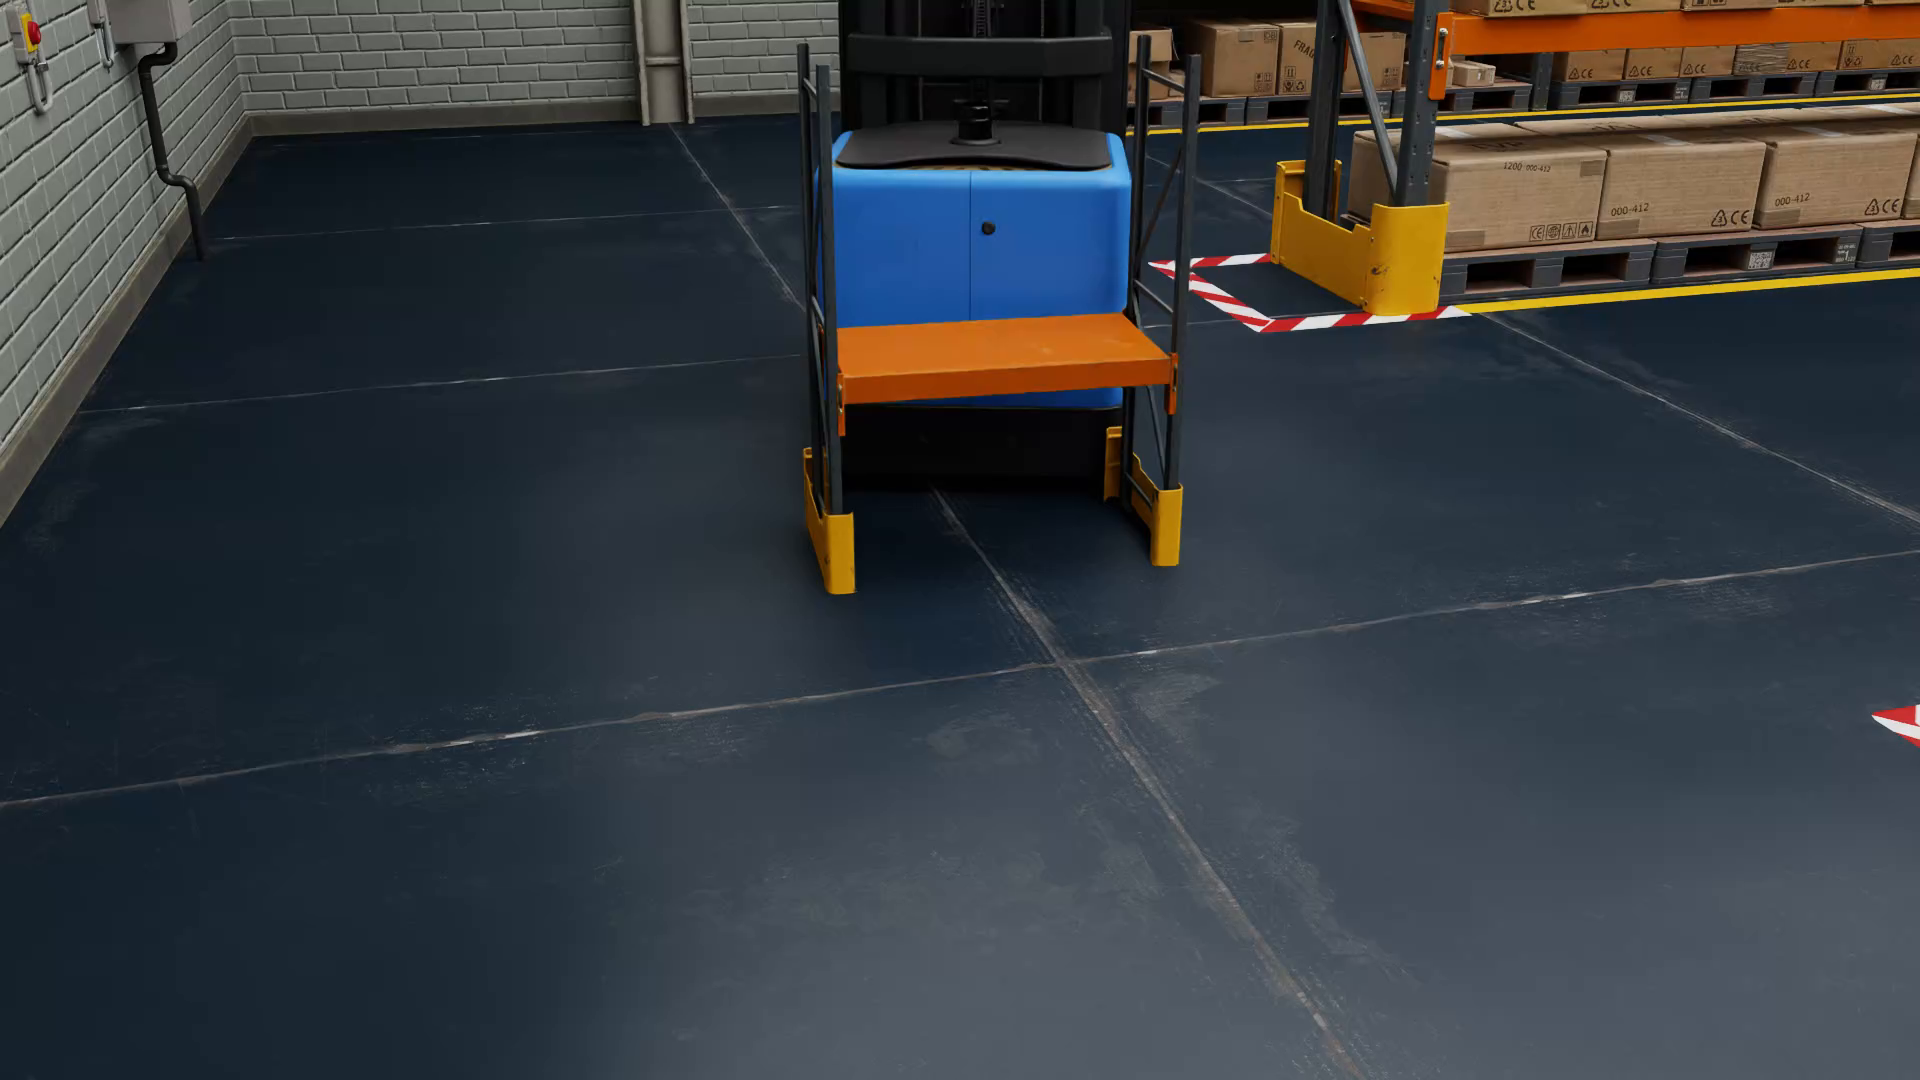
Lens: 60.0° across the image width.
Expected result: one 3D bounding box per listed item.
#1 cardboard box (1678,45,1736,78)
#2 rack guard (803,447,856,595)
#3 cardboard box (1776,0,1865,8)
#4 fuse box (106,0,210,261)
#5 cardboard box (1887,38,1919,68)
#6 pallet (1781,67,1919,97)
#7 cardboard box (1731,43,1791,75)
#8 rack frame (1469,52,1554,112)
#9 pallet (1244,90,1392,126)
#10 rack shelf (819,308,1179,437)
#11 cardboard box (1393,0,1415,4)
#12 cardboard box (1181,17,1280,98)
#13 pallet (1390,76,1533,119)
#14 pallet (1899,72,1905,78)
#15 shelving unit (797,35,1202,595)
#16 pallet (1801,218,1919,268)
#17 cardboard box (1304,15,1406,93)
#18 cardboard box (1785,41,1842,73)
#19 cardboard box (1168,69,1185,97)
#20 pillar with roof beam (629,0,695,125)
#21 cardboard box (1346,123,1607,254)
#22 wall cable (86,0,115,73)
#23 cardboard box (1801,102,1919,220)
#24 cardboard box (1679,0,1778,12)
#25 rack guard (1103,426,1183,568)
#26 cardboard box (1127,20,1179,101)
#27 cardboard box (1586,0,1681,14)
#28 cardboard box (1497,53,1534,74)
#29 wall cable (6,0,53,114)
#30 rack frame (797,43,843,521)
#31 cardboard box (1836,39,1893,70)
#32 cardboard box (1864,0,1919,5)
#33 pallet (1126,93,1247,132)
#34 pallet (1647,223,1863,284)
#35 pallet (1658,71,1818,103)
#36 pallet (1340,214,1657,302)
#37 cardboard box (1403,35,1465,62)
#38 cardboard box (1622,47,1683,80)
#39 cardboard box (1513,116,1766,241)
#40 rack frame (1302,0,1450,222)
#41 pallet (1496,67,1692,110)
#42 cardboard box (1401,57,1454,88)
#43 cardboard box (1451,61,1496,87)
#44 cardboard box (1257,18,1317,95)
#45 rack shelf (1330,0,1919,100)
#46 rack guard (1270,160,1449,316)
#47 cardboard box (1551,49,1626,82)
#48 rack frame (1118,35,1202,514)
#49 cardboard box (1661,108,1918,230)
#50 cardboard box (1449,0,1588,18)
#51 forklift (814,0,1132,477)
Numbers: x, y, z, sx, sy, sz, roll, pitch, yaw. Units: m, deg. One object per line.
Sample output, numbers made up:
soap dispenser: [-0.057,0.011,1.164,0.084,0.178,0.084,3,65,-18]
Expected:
cardboard box: [5.964,-4.075,13.581,0.500,0.500,0.500,-7,24,-16]
rack guard: [-0.403,-0.068,5.090,0.087,0.250,0.587,-5,24,-10]
cardboard box: [3.930,-2.802,7.850,0.500,0.500,0.500,-6,24,-13]
fuse box: [-3.911,-2.254,8.334,0.414,1.711,0.539,-6,24,-14]
cardboard box: [7.948,-4.297,14.097,0.500,0.500,0.500,-6,24,-13]
pallet: [7.568,-4.032,14.380,1.213,0.211,1.003,-6,24,-14]
cardboard box: [6.465,-4.128,13.704,0.500,0.500,0.500,-7,24,-16]
rack frame: [4.446,-4.953,12.989,0.127,3.000,1.000,-6,24,-14]
pallet: [2.607,-3.467,13.063,1.213,0.211,1.003,-6,24,-14]
rack shelf: [0.095,-0.516,5.007,1.000,0.185,0.538,-5,24,-10]
cardboard box: [2.332,-2.841,7.939,0.500,0.500,0.500,-6,24,-14]
cardboard box: [2.042,-3.677,12.652,0.500,0.500,0.700,-5,24,-12]
pallet: [3.784,-3.599,13.369,1.213,0.211,1.003,-6,24,-14]
pallet: [9.100,-4.170,14.702,1.213,0.211,1.003,-6,24,-14]
shelving unit: [0.086,-0.681,4.934,1.083,1.500,0.587,-5,24,-10]
pallet: [5.037,-1.736,9.028,1.213,0.211,1.003,-6,24,-14]
cardboard box: [3.042,-3.787,12.910,0.500,0.500,0.700,-7,24,-16]
cardboard box: [6.960,-4.191,13.850,0.500,0.500,0.500,-5,24,-12]
cardboard box: [1.628,-3.469,12.614,0.250,0.149,0.380,-7,24,-16]
pillar with roof beam: [-1.082,-5.704,7.132,0.400,9.000,9.100,-6,24,-14]
cardboard box: [2.547,-1.767,8.280,0.875,0.438,0.875,-7,24,-16]
wall cable: [-3.878,-3.037,7.236,0.122,1.984,0.588,-6,24,-14]
cardboard box: [5.157,-2.058,8.960,0.875,0.438,0.875,-7,24,-15]
cardboard box: [3.453,-2.743,7.711,0.500,0.500,0.500,-6,24,-15]
rack guard: [0.574,-0.145,5.271,0.087,0.250,0.587,-5,24,-10]
cardboard box: [1.209,-3.602,12.473,0.637,0.503,0.797,-7,24,-16]
cardboard box: [2.958,-2.695,7.601,0.500,0.500,0.500,-7,24,-15]
cardboard box: [4.839,-4.162,13.783,0.500,0.500,0.500,-6,24,-15]
wall cable: [-3.484,-2.515,5.978,0.123,1.953,0.585,-6,24,-14]
rack frame: [-0.404,-0.642,4.844,0.032,1.500,0.500,-5,24,-10]
cardboard box: [7.463,-4.247,13.982,0.500,0.500,0.500,-7,24,-15]
cardboard box: [4.439,-2.852,7.967,0.500,0.500,0.500,-7,24,-15]
pallet: [1.435,-3.339,12.764,1.213,0.211,1.003,-6,24,-14]
pallet: [3.860,-1.605,8.722,1.213,0.211,1.003,-6,24,-14]
pallet: [6.395,-3.904,14.080,1.213,0.211,1.003,-6,24,-14]
pallet: [2.688,-1.476,8.423,1.213,0.211,1.003,-6,24,-14]
cardboard box: [3.746,-3.930,13.481,0.500,0.311,0.500,-5,24,-12]
cardboard box: [5.482,-4.024,13.461,0.500,0.500,0.500,-7,24,-15]
cardboard box: [3.426,-1.867,8.514,0.875,0.438,0.875,-6,24,-13]
rack frame: [1.939,-2.643,7.605,0.127,3.000,1.000,-6,24,-14]
pallet: [5.219,-3.772,13.774,1.213,0.211,1.003,-6,24,-14]
cardboard box: [3.645,-3.681,12.959,0.258,0.266,0.396,-5,24,-12]
cardboard box: [3.989,-3.665,13.070,0.250,0.149,0.380,-7,24,-16]
cardboard box: [2.578,-3.695,12.695,0.500,0.500,0.500,-6,24,-13]
rack shelf: [3.864,-2.525,8.243,4.000,0.370,1.077,-6,24,-14]
rack guard: [1.916,-1.491,8.092,0.348,0.500,1.175,-6,24,-14]
cardboard box: [4.972,-3.963,13.320,0.500,0.500,0.500,-5,24,-12]
rack frame: [0.593,-0.721,5.028,0.032,1.500,0.500,-5,24,-10]
cardboard box: [4.295,-1.963,8.737,0.875,0.438,0.875,-7,24,-16]
cardboard box: [2.479,-2.631,7.450,0.500,0.500,0.500,-7,24,-15]
forklift: [0.102,-2.094,6.413,1.130,2.935,3.031,1,23,2]
